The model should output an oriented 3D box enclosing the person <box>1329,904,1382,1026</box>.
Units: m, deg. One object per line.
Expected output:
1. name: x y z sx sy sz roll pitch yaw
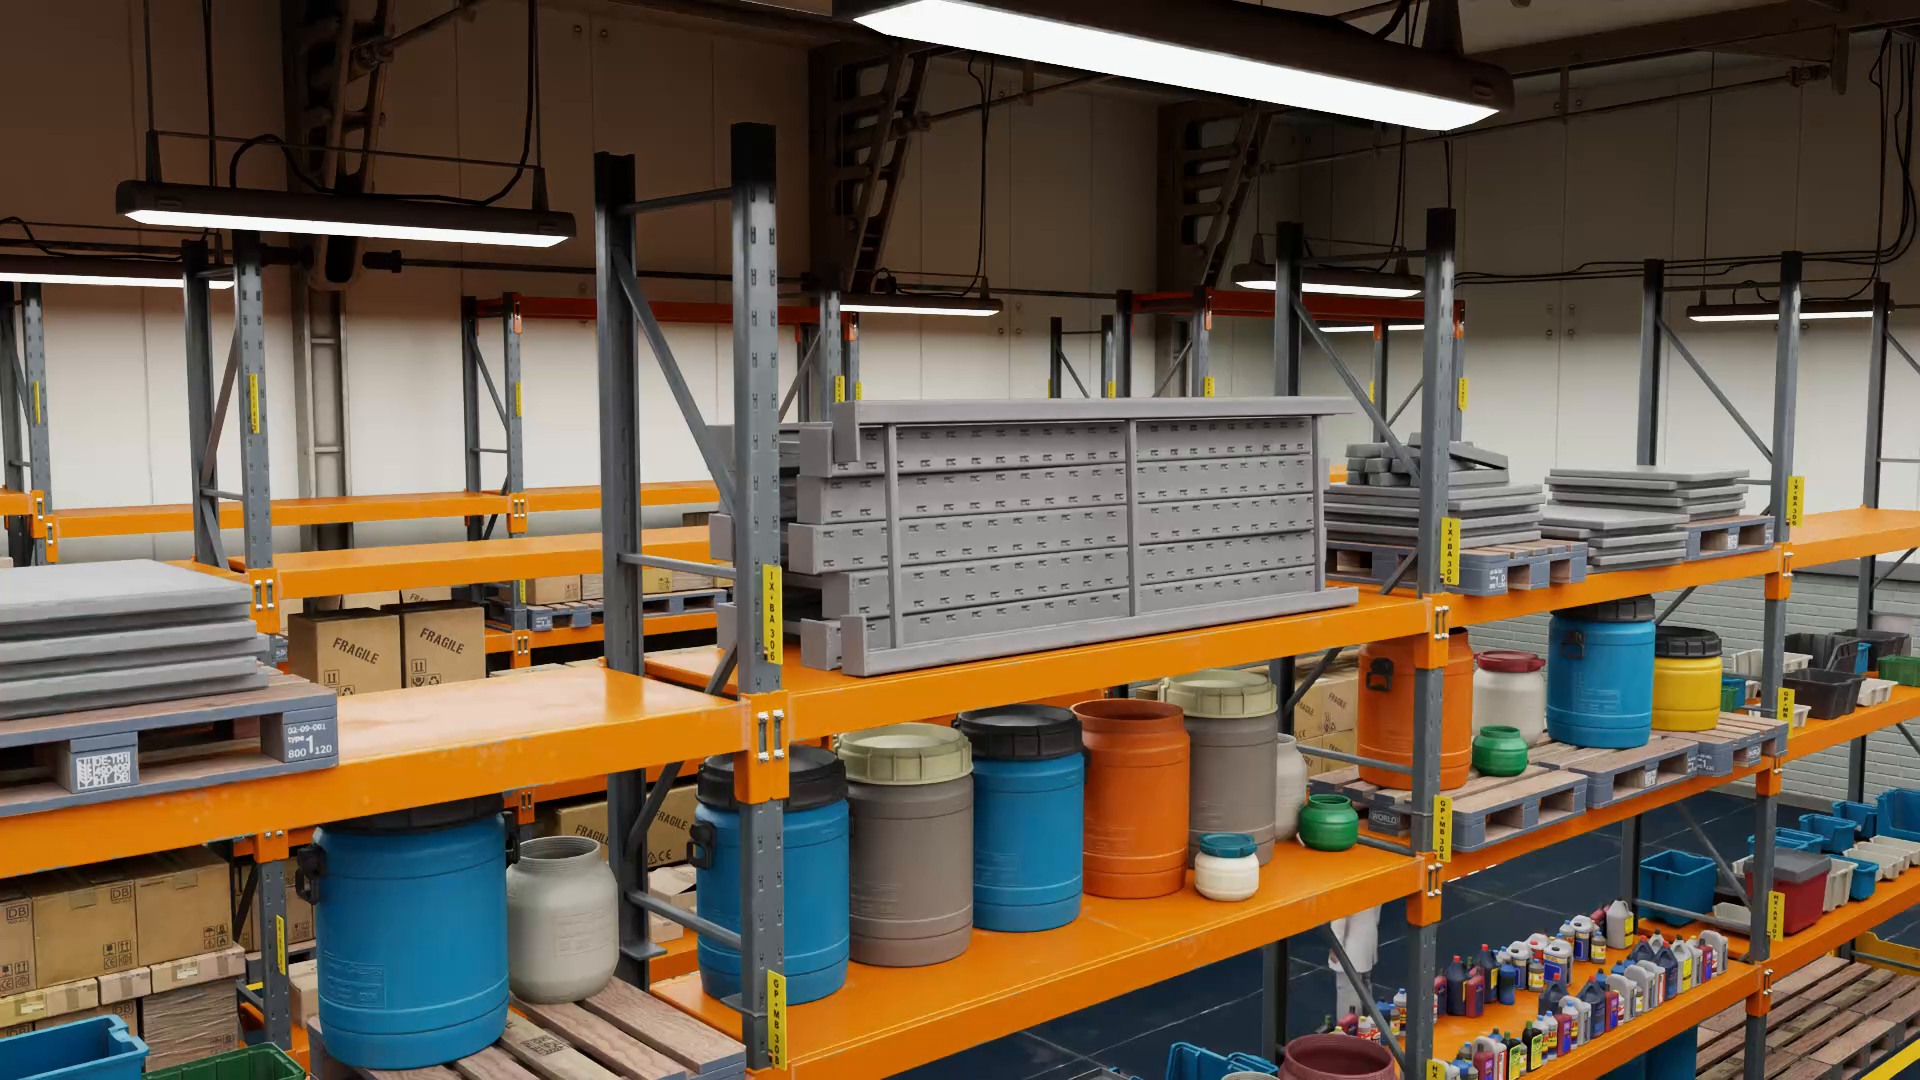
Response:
1. person: 3.018 3.061 12.812 0.434 1.785 0.609 3 6 31
